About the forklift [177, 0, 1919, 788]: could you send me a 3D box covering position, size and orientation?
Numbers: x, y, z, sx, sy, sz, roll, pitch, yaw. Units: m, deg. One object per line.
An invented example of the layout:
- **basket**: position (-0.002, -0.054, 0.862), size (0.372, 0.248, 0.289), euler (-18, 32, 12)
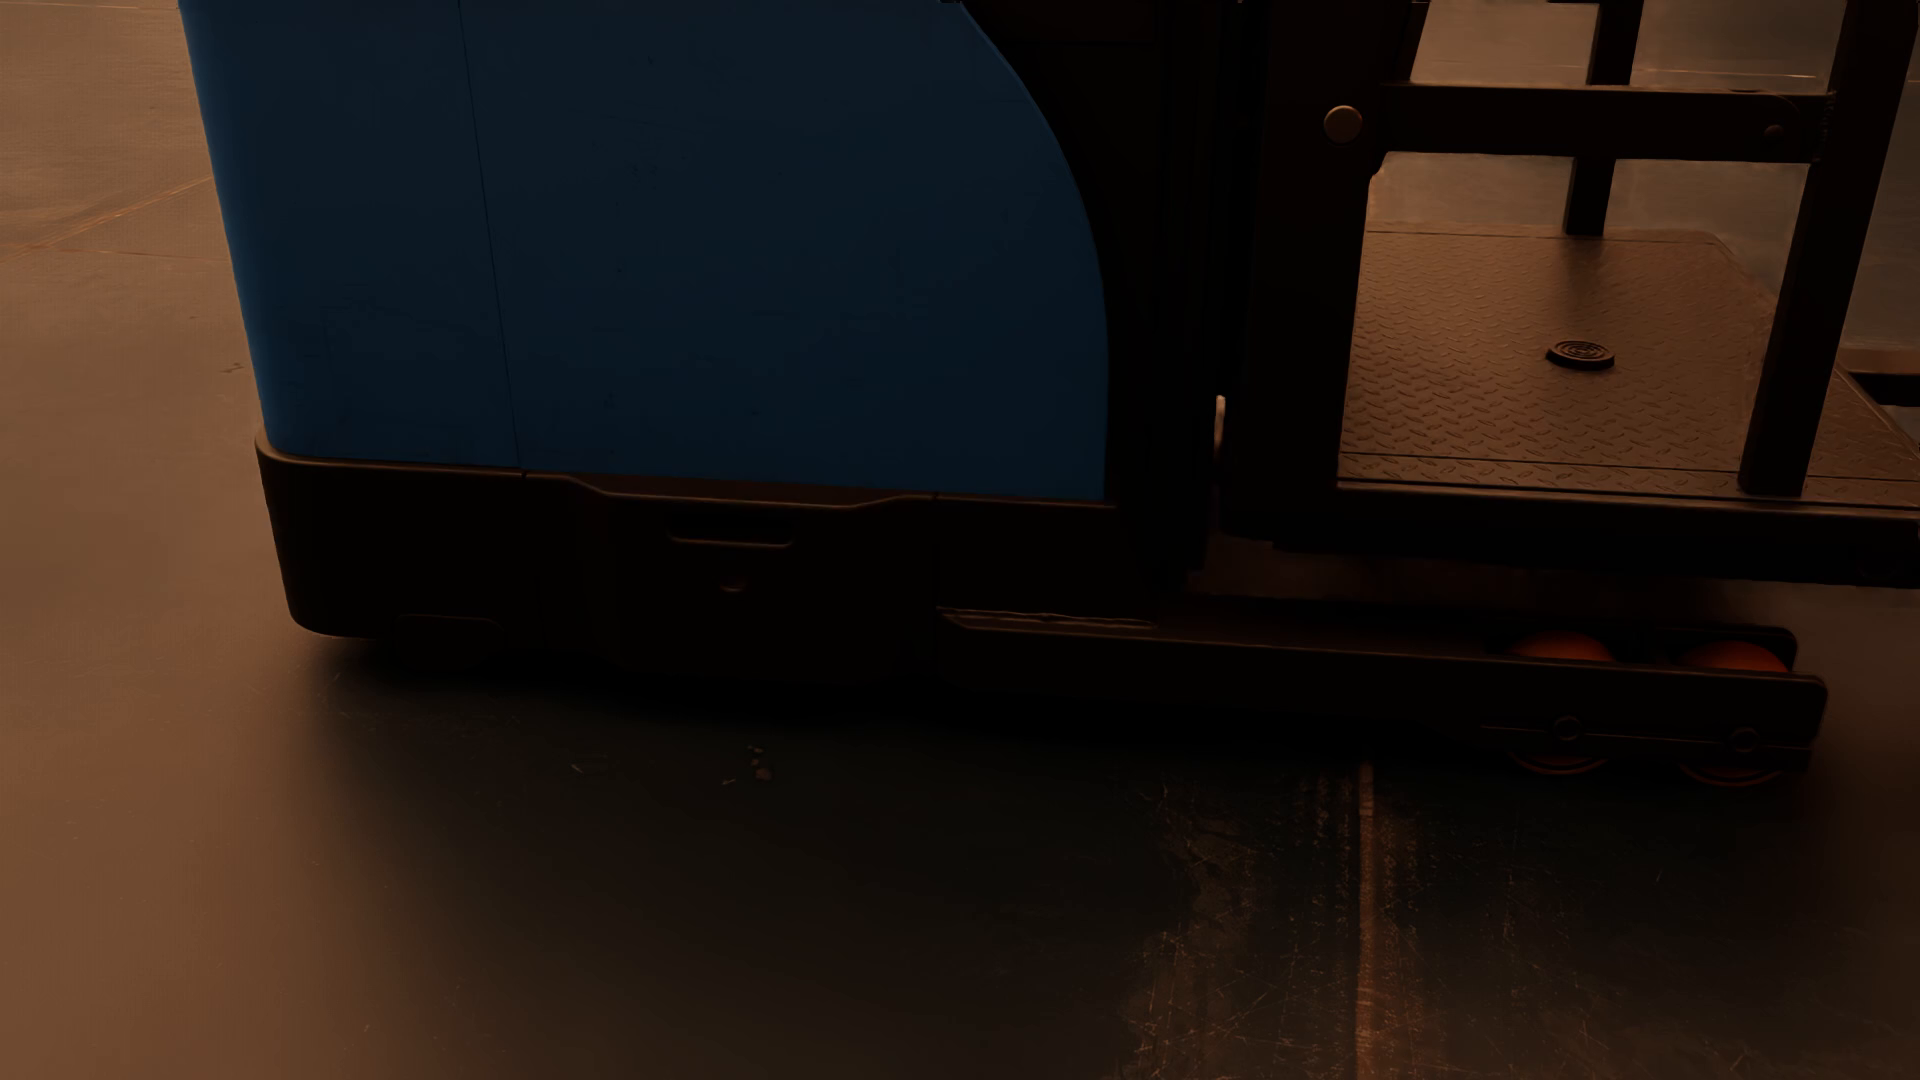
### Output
- **forklift**: position (0.678, -1.277, 1.776), size (3.031, 2.935, 1.130), euler (3, 27, 6)
